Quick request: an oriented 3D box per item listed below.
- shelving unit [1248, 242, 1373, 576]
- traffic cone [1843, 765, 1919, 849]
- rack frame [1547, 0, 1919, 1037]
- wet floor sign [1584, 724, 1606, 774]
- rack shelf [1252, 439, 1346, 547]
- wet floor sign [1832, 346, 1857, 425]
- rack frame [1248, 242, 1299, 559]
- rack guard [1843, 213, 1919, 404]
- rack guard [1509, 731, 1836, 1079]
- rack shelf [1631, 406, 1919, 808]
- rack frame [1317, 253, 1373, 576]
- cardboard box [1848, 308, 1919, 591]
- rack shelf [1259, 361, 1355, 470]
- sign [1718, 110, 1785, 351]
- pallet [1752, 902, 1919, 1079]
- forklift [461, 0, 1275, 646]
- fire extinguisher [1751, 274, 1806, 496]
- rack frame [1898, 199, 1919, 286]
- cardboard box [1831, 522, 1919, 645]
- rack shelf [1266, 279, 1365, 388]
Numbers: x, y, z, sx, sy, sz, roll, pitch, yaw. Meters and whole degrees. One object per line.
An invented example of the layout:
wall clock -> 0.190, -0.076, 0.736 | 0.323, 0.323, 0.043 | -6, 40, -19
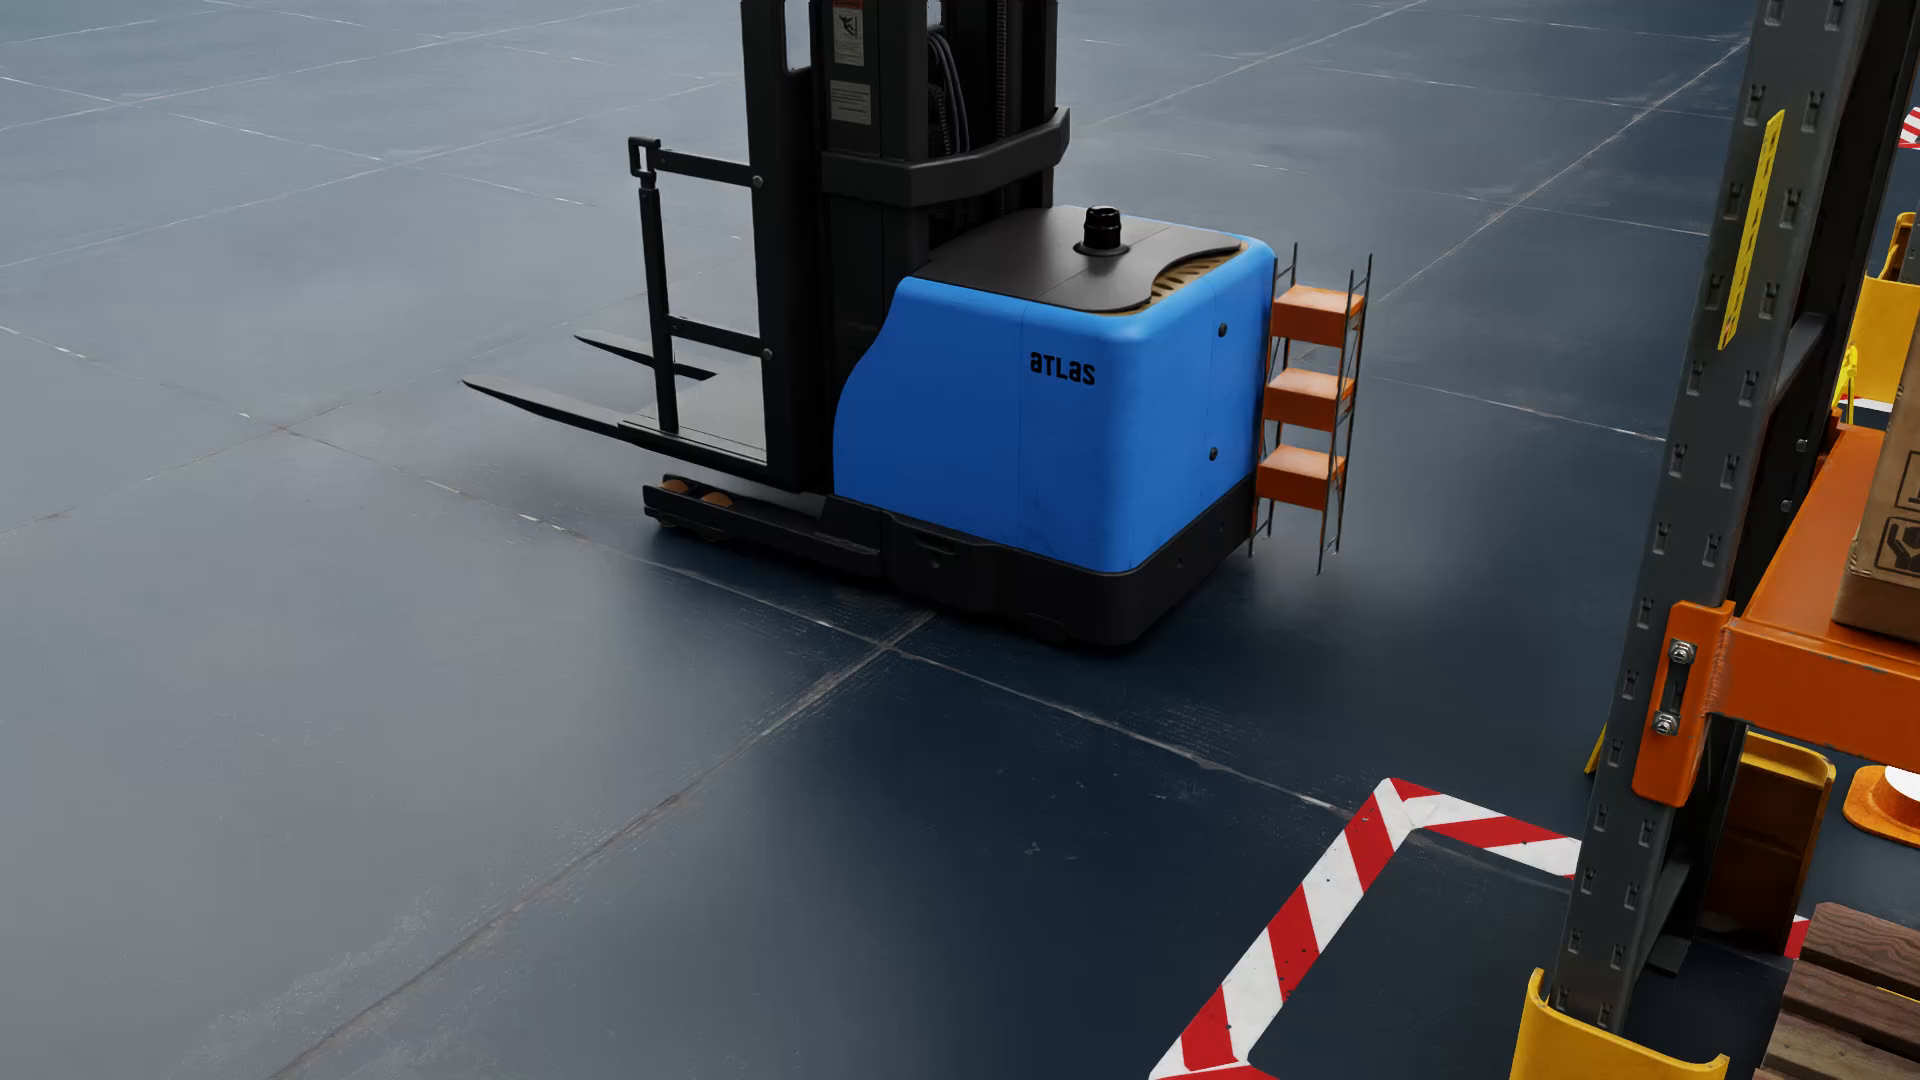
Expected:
shelving unit -> 1.133, -0.416, 5.411 | 0.252, 1.050, 0.215 | 15, 30, 26
traffic cone -> 2.505, 0.508, 4.241 | 0.334, 0.463, 0.336 | 17, 32, 30
rack frame -> 1.420, -0.250, 2.935 | 0.127, 3.000, 1.000 | 17, 32, 30
wet floor sign -> 1.869, 0.350, 4.350 | 0.267, 0.644, 0.232 | -18, 32, -31
rack shelf -> 1.133, -0.159, 5.541 | 0.240, 0.259, 0.215 | 15, 30, 26
wet floor sign -> 2.994, -0.345, 5.716 | 0.232, 0.644, 0.267 | 12, 29, 22
rack frame -> 1.027, -0.444, 5.465 | 0.008, 1.050, 0.200 | 15, 30, 26
rack guard -> 4.120, -1.019, 7.201 | 0.348, 0.500, 1.175 | 17, 32, 30
rack guard -> 1.483, 0.883, 3.463 | 0.348, 0.500, 1.175 | 17, 32, 30
rack shelf -> 3.069, 0.584, 2.089 | 4.000, 0.370, 1.077 | 17, 32, 30
rack frame -> 1.238, -0.389, 5.356 | 0.008, 1.050, 0.200 | 15, 30, 26
cardboard box -> 1.654, -0.202, 2.402 | 0.500, 0.500, 0.500 | 17, 31, 30
rack shelf -> 1.133, -0.407, 5.415 | 0.240, 0.259, 0.215 | 15, 30, 26
sign -> 1.113, -0.433, 2.340 | 0.005, 0.325, 0.100 | 17, 32, 30
pallet -> 2.132, 1.234, 3.093 | 1.213, 0.211, 1.003 | 17, 32, 30
forklift -> -0.502, -1.483, 5.432 | 3.031, 2.935, 1.130 | 17, 31, 29
fire extinguisher -> 1.587, -0.417, 3.348 | 0.183, 0.674, 0.296 | 17, 32, 30
rack frame -> 4.139, -2.127, 6.622 | 0.127, 3.000, 1.000 | 17, 32, 30
cardboard box -> 1.583, 0.026, 2.668 | 0.250, 0.149, 0.380 | 17, 32, 31
rack shelf -> 1.133, -0.660, 5.287 | 0.240, 0.259, 0.215 | 15, 30, 26
